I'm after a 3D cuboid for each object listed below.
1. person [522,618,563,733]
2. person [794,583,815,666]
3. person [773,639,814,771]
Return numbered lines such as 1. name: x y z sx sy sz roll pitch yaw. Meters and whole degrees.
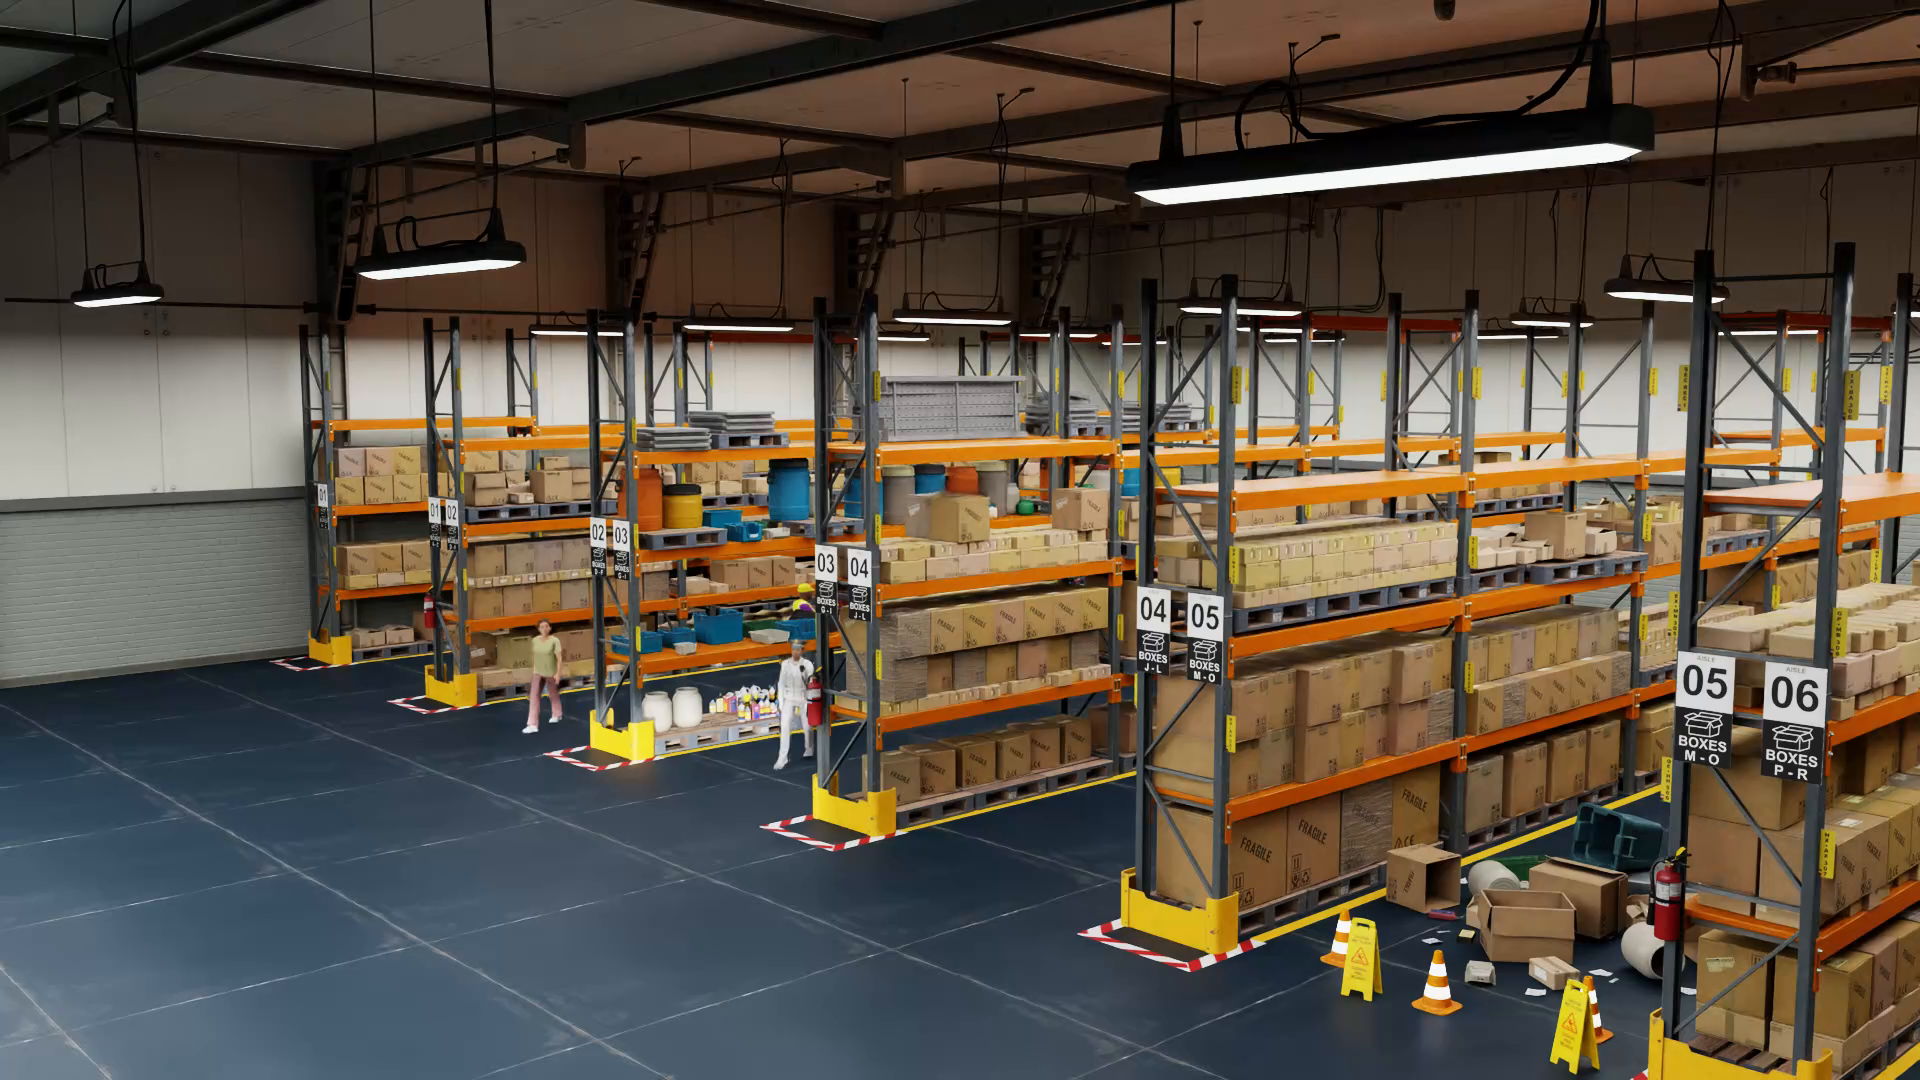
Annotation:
1. person: -5.980 1.928 23.968 0.491 1.601 1.074 0 6 4
2. person: -2.548 1.579 26.904 0.513 1.765 0.610 -2 6 -19
3. person: -2.162 2.126 21.941 0.544 1.683 0.914 1 6 14
